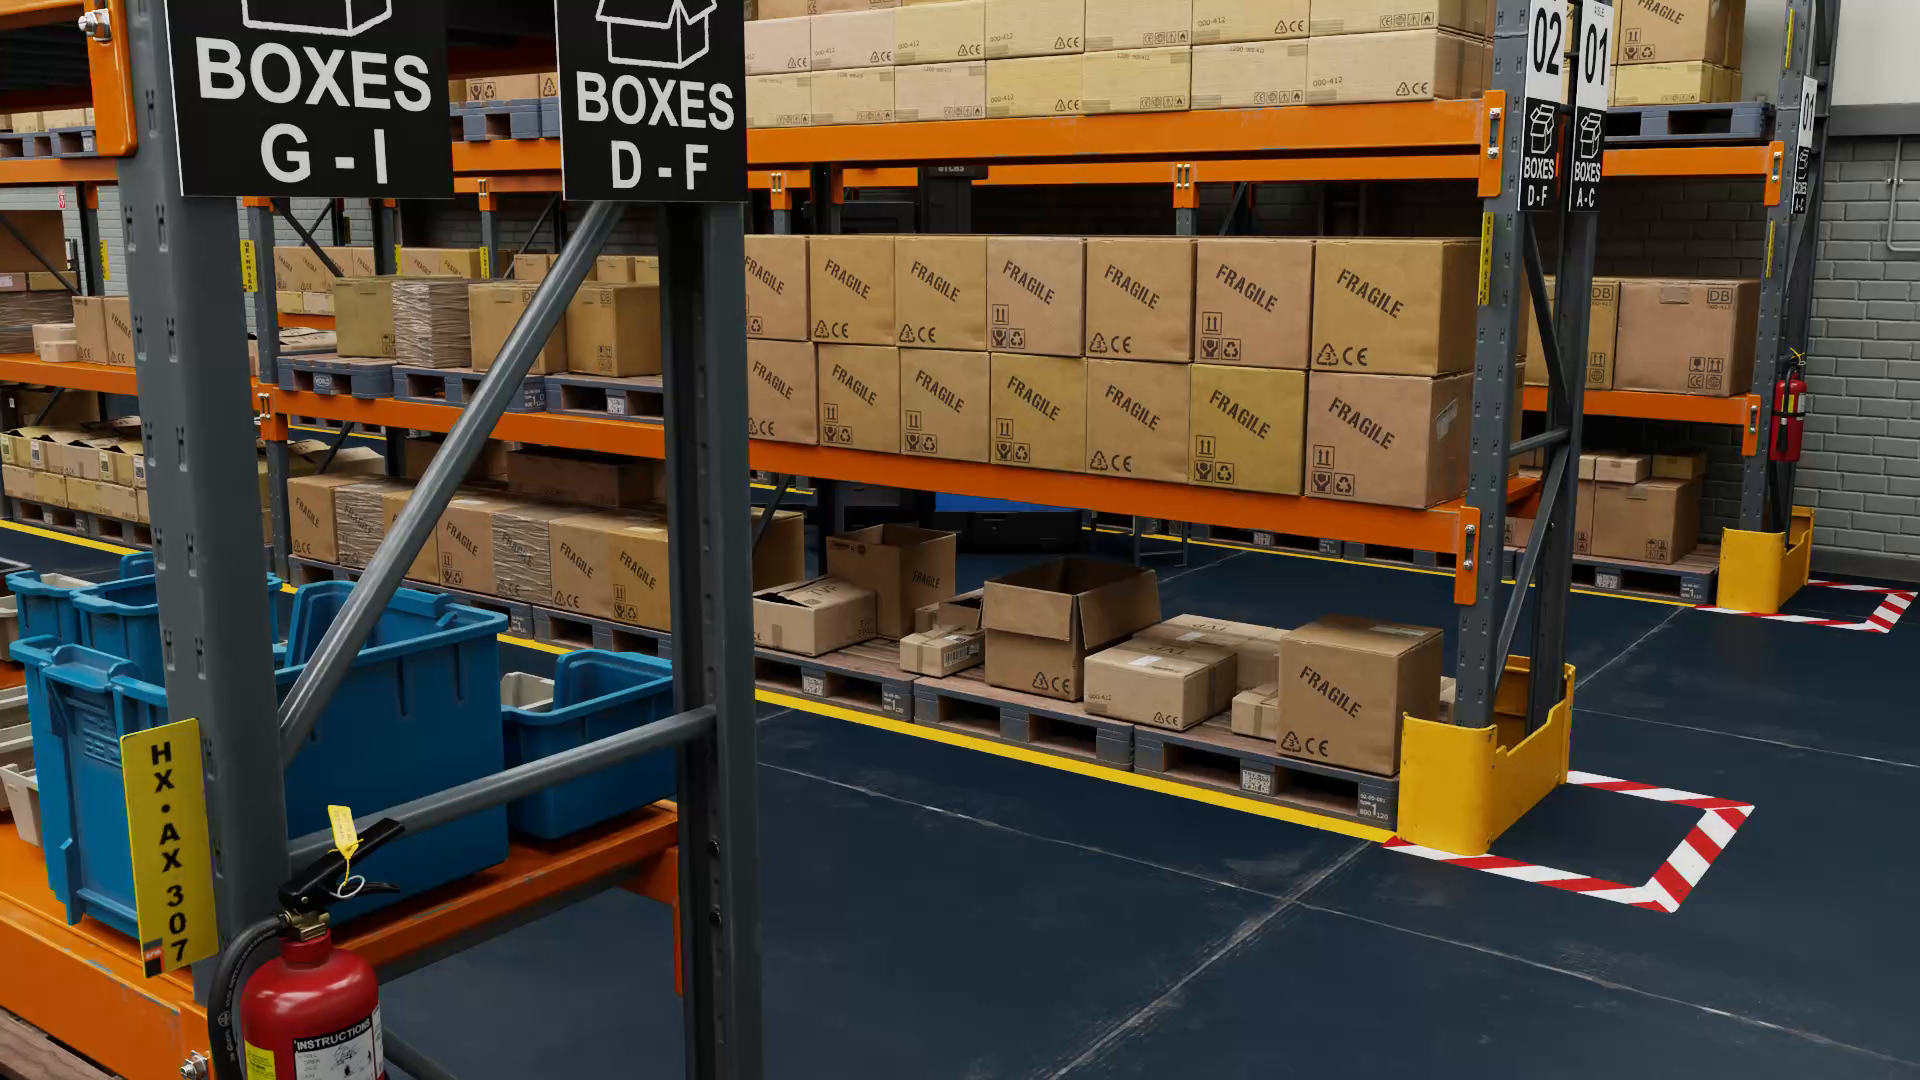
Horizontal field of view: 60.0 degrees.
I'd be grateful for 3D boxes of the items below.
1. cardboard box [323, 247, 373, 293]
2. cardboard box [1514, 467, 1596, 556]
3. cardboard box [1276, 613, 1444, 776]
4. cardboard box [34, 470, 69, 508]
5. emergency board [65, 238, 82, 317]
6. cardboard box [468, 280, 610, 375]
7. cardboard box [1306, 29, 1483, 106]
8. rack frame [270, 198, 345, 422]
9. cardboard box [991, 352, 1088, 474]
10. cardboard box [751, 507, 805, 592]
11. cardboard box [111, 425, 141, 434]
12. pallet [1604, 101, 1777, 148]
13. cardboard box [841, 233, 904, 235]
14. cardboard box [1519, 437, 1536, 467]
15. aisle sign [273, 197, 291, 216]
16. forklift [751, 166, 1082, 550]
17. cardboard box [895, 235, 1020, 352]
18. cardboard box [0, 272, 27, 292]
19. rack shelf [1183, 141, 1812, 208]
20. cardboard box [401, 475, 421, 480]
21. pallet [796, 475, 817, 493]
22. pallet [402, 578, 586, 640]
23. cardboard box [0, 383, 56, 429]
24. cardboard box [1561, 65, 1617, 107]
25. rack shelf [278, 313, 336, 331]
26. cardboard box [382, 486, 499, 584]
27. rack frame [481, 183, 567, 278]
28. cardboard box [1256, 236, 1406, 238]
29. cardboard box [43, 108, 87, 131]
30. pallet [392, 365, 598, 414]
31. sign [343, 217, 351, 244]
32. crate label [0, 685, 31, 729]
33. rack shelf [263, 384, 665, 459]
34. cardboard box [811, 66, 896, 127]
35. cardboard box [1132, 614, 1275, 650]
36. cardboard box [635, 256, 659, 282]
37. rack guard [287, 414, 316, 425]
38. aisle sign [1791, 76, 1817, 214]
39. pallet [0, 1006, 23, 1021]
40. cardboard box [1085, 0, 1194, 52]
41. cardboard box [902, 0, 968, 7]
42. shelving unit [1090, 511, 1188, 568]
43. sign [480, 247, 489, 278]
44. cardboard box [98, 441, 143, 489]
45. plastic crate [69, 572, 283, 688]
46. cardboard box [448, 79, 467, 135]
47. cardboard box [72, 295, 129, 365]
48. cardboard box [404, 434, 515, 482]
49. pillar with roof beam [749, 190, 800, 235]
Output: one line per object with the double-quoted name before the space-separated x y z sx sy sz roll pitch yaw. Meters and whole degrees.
"cardboard box" -6.726 -3.012 18.570 0.500 0.500 0.500 7 13 34
"cardboard box" 4.132 -0.223 11.262 0.500 0.500 0.700 8 13 35
"cardboard box" 1.645 0.622 6.841 0.500 0.500 0.500 8 13 36
"cardboard box" -6.853 -0.430 12.990 0.500 0.250 0.500 8 14 37
"emergency board" -13.467 -3.936 24.975 0.643 1.169 0.194 8 13 36
"cardboard box" -2.455 -1.260 9.777 0.500 0.500 0.700 4 12 21
"cardboard box" 1.659 -1.782 6.343 0.500 0.250 0.500 8 13 36
"rack frame" -7.738 -2.924 19.744 0.127 3.000 1.000 8 13 36
"cardboard box" 0.482 -0.595 7.445 0.500 0.500 0.500 8 13 35
"cardboard box" -1.241 0.104 9.518 0.500 0.500 0.500 7 13 33
"cardboard box" -6.524 -0.787 13.360 0.500 0.311 0.500 8 14 37
"pallet" 4.554 -2.636 10.593 1.213 0.211 1.003 8 13 36
"cardboard box" -0.434 -1.338 8.655 0.500 0.500 0.500 8 14 36
"cardboard box" 3.938 -0.616 11.582 0.250 0.149 0.380 8 14 36
"aisle sign" -7.973 -4.162 19.302 0.004 0.787 0.394 8 13 36
"forklift" -0.625 -1.440 12.258 3.031 2.935 1.130 0 11 1
"cardboard box" 0.049 -1.144 7.649 0.500 0.500 0.500 7 13 34
"cardboard box" -7.789 -2.080 13.415 0.250 0.149 0.380 8 13 35
"rack shelf" 3.546 -2.469 11.392 4.000 0.370 1.077 8 13 36
"cardboard box" -3.326 -0.185 11.011 0.500 0.500 0.500 9 14 38
"pallet" -0.699 -0.555 14.842 1.213 0.211 1.003 8 13 36
"pallet" -2.660 0.331 10.265 1.213 0.211 1.003 8 13 36
"cardboard box" -8.039 -1.095 14.449 0.500 0.500 0.500 8 13 36
"cardboard box" 3.991 -2.879 10.643 0.500 0.250 0.500 7 13 33
"rack shelf" -6.126 -2.346 18.651 4.000 0.370 1.077 8 13 36
"cardboard box" -3.195 -0.044 10.283 0.500 0.500 0.500 8 13 35
"rack frame" -4.514 -2.474 17.420 0.127 3.000 1.000 8 13 36
"cardboard box" 1.602 -1.054 7.184 0.500 0.500 0.500 8 14 36
"cardboard box" -6.508 -3.188 12.505 0.500 0.250 0.500 6 13 30
"pallet" -2.649 -0.953 10.065 1.213 0.211 1.003 8 13 36
"sign" -7.393 -3.730 20.032 0.005 0.325 0.100 8 13 36
"crate label" -1.934 0.366 3.279 0.243 0.136 0.396 8 13 36
"rack shelf" -2.607 -0.687 10.079 4.000 0.370 1.077 8 13 36
"cardboard box" -0.349 -2.065 7.806 0.500 0.250 0.500 8 13 36
"cardboard box" 1.153 0.551 7.865 0.500 0.250 0.500 8 13 36
"cardboard box" -2.692 -2.477 16.016 0.500 0.500 0.700 8 13 36
"rack guard" -7.677 -1.688 19.938 0.348 0.500 1.175 8 13 36
"aisle sign" 5.039 -2.347 9.920 0.004 0.787 0.394 8 13 36
"pallet" -3.314 1.388 4.799 1.213 0.211 1.003 8 13 36
"cardboard box" 0.860 -2.142 6.887 0.500 0.250 0.500 8 13 36
"cardboard box" 0.145 -2.646 7.518 0.500 0.500 0.700 8 13 36
"shelving unit" 1.268 -0.610 11.736 0.431 1.500 0.755 -4 12 -19
"sign" -4.829 -2.815 16.904 0.005 0.325 0.100 8 13 36
"cardboard box" -6.017 -0.589 12.336 0.500 0.311 0.500 8 14 37
"plastic crate" -1.771 0.218 3.786 0.300 0.233 0.416 8 13 36
"cardboard box" -3.017 -2.627 10.053 0.500 0.500 0.910 8 13 36
"cardboard box" -6.409 -1.616 12.723 0.500 0.500 0.500 9 14 40
"cardboard box" -3.278 -0.547 10.910 0.500 0.250 0.500 9 14 38
"pillar with roof beam" -4.374 -4.589 12.559 0.400 9.000 9.100 8 13 36
